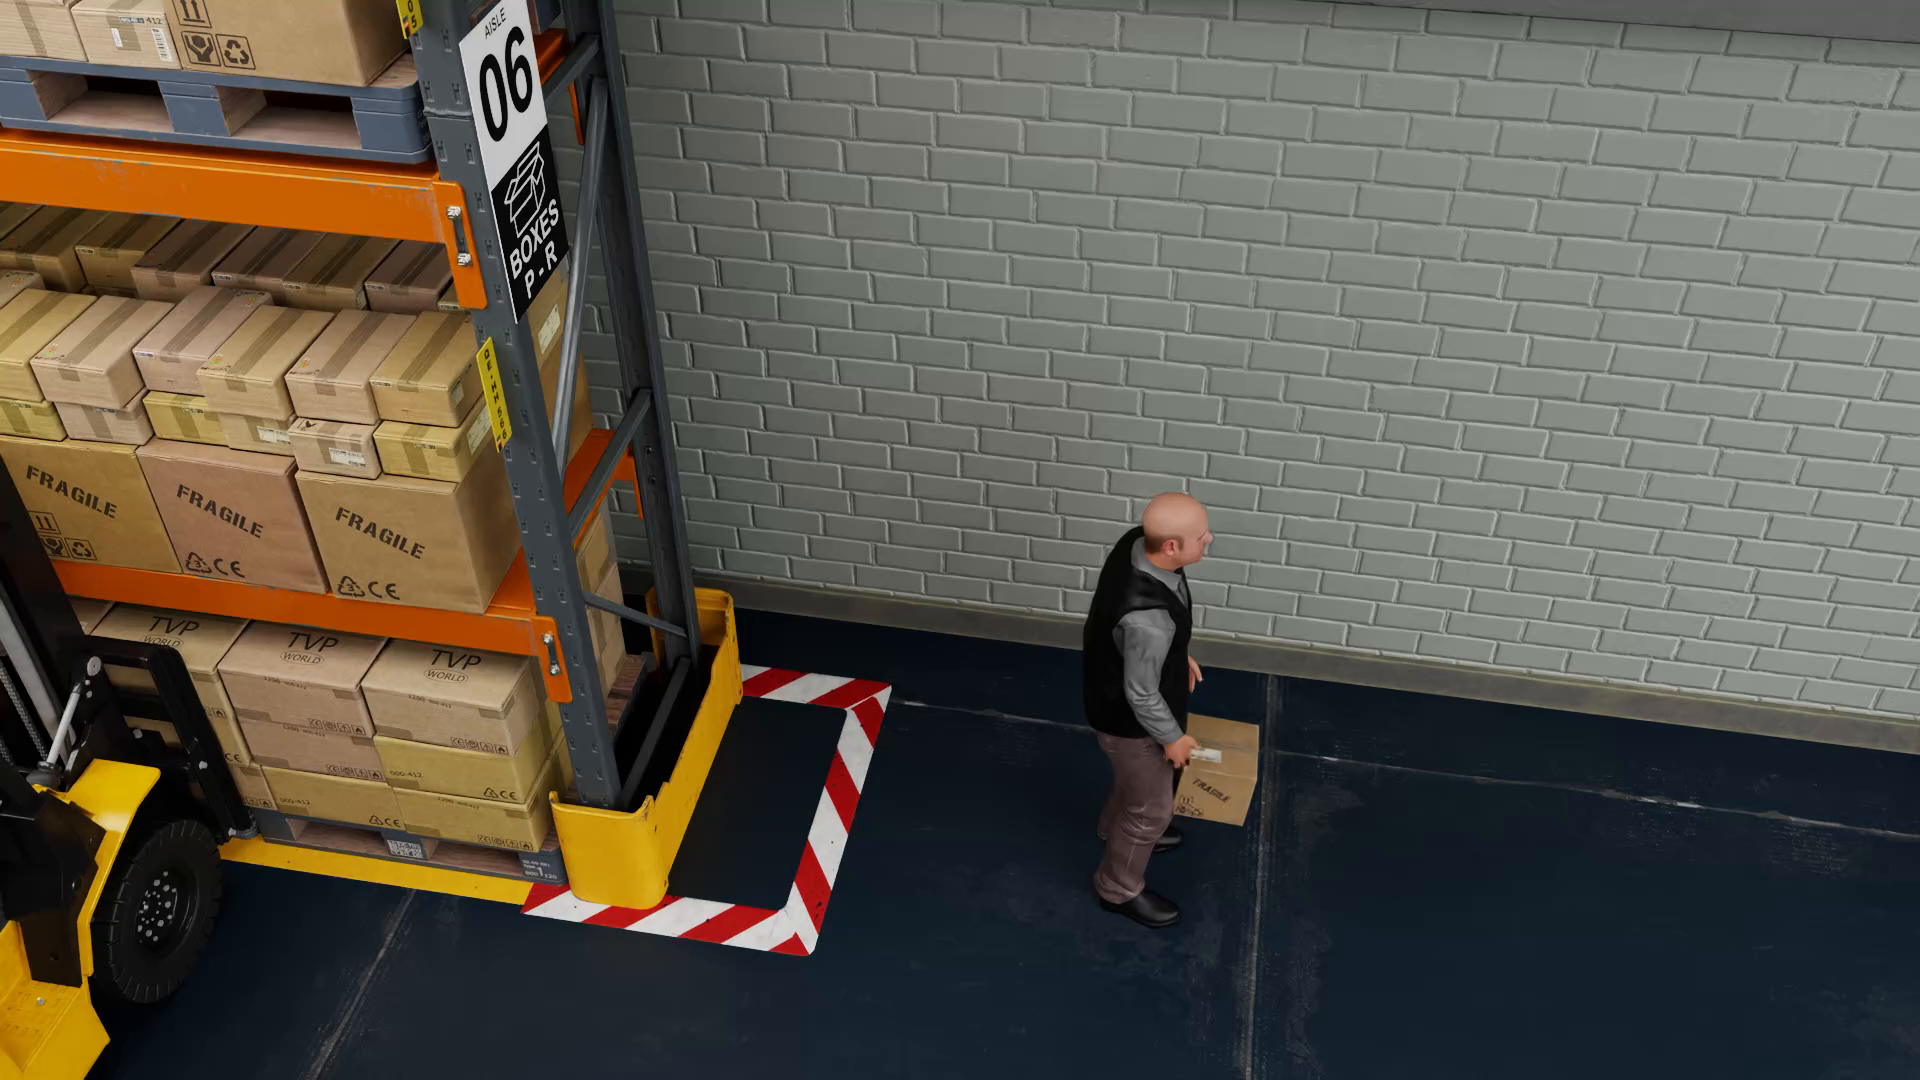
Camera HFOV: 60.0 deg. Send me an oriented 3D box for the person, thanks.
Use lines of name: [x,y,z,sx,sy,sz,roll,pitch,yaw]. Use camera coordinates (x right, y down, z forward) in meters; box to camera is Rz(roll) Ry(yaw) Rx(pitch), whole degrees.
person: [0.605,0.573,5.573,0.419,1.626,0.558,6,41,7]
